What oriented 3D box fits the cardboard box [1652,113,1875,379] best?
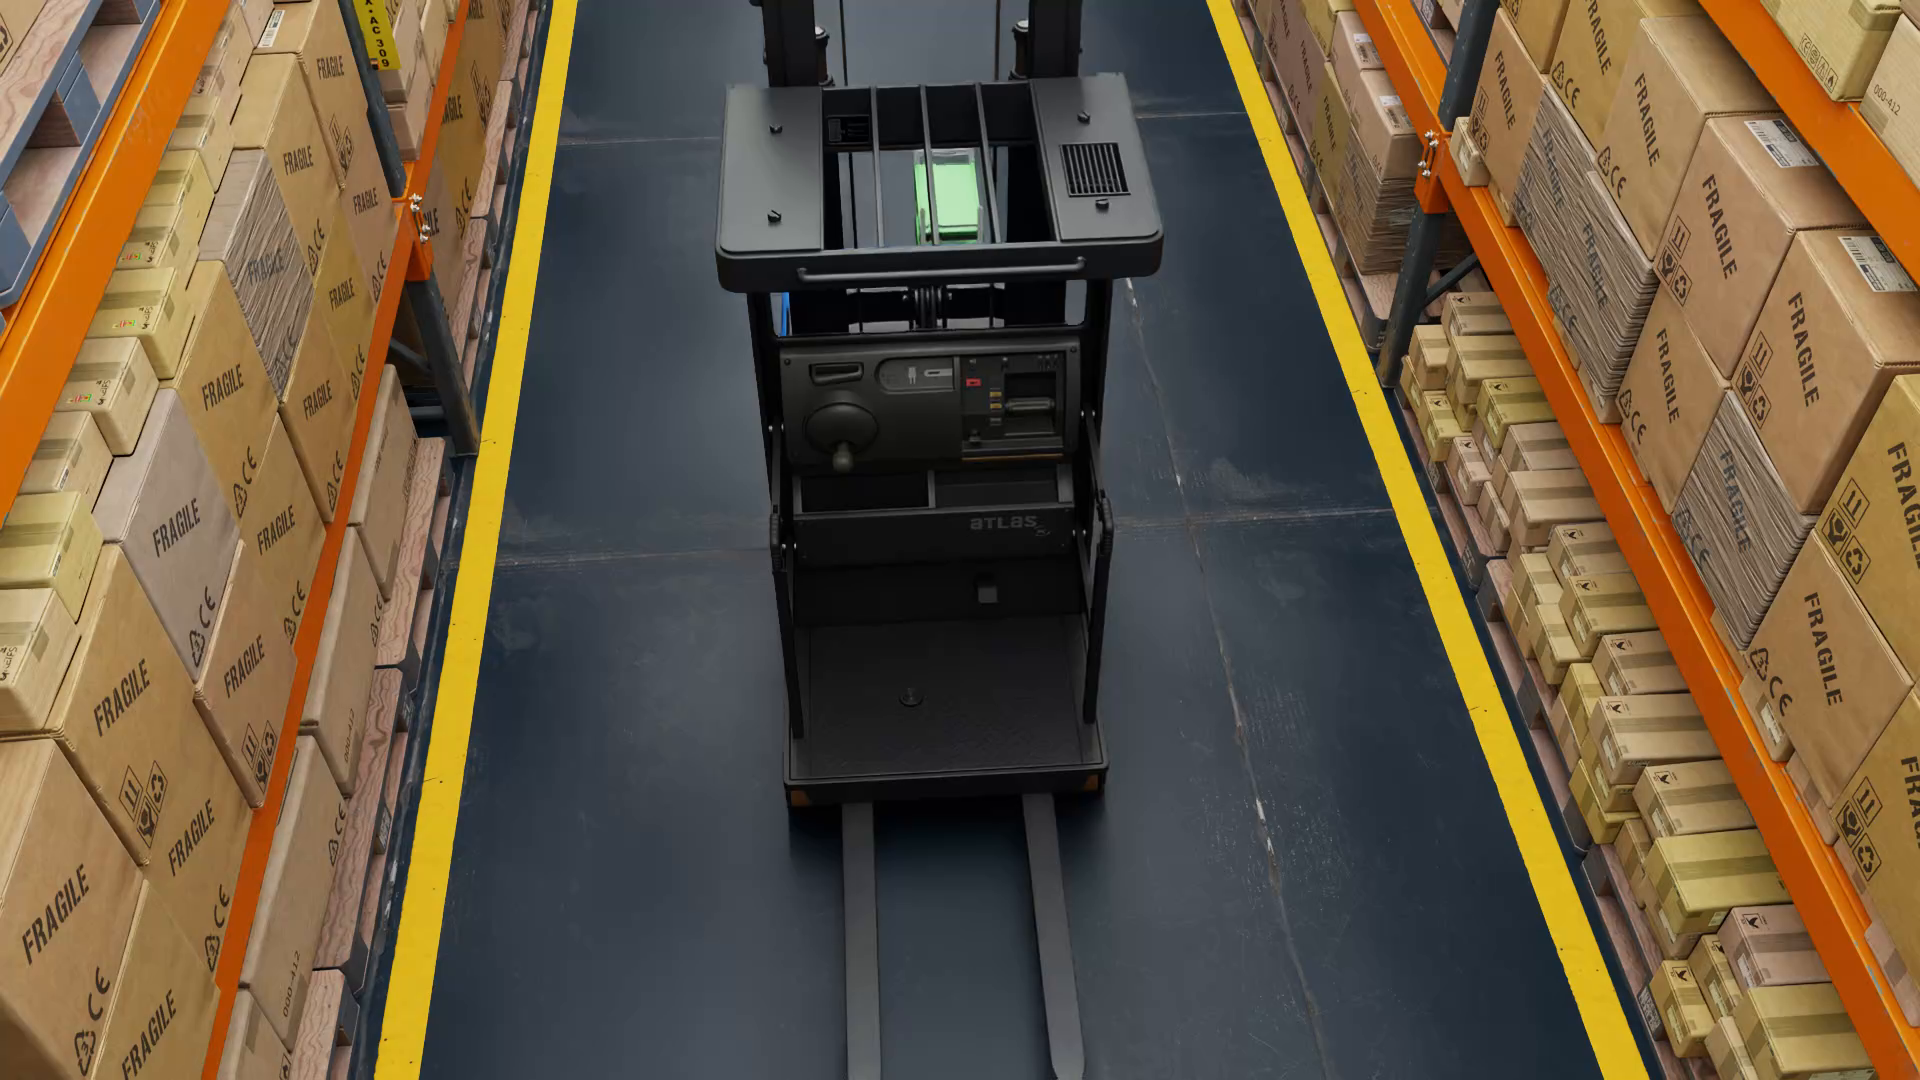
[{"bbox_3d":[2.274,-0.801,4.480,0.500,0.500,0.500,-5,47,-5],"label":"cardboard box"}]

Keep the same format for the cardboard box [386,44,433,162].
[{"bbox_3d":[-2.330,-1.683,6.381,0.500,0.250,0.500,-4,47,-4],"label":"cardboard box"}]

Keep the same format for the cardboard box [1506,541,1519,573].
[{"bbox_3d":[2.302,0.088,6.275,0.380,0.149,0.250,-5,47,-5],"label":"cardboard box"}]

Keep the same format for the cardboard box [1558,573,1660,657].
[{"bbox_3d":[2.296,0.252,5.710,0.380,0.149,0.250,-3,47,-3],"label":"cardboard box"}]

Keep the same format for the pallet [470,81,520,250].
[{"bbox_3d":[-2.801,-1.879,8.384,1.003,0.211,1.213,-3,47,-3],"label":"pallet"}]

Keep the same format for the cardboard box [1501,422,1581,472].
[{"bbox_3d":[2.269,-0.310,6.243,0.380,0.149,0.250,-5,47,-4],"label":"cardboard box"}]

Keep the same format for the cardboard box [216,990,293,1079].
[{"bbox_3d":[-2.376,1.760,4.493,0.875,0.438,0.875,-5,47,-5],"label":"cardboard box"}]

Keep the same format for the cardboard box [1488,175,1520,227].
[{"bbox_3d":[2.161,-1.280,6.069,0.380,0.149,0.250,-2,47,-2],"label":"cardboard box"}]

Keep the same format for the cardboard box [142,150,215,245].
[{"bbox_3d":[-2.169,-0.869,4.302,0.380,0.149,0.250,-4,47,-4],"label":"cardboard box"}]

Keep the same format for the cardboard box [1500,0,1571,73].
[{"bbox_3d":[2.163,-1.913,5.533,0.500,0.500,0.500,-2,47,-2],"label":"cardboard box"}]

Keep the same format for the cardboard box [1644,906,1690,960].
[{"bbox_3d":[2.392,1.212,5.211,0.380,0.149,0.250,-4,47,-3],"label":"cardboard box"}]

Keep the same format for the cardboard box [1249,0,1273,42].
[{"bbox_3d":[1.884,-3.062,9.016,0.500,0.500,0.500,-3,47,-3],"label":"cardboard box"}]

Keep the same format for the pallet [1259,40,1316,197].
[{"bbox_3d":[2.196,-2.263,8.748,1.003,0.211,1.213,-3,47,-3],"label":"pallet"}]

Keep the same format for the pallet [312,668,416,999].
[{"bbox_3d":[-2.465,0.999,5.659,1.003,0.211,1.213,-3,47,-3],"label":"pallet"}]

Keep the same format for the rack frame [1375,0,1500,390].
[{"bbox_3d":[2.368,-1.774,6.364,1.000,3.000,0.127,-3,47,-3],"label":"rack frame"}]

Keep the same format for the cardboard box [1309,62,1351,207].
[{"bbox_3d":[2.012,-1.950,7.963,0.500,0.500,0.500,-4,47,-4],"label":"cardboard box"}]

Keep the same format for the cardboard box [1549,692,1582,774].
[{"bbox_3d":[2.272,0.654,5.739,0.380,0.149,0.250,-3,47,-3],"label":"cardboard box"}]

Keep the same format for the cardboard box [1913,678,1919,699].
[{"bbox_3d":[2.417,0.324,3.415,0.500,0.500,0.500,-4,47,-4],"label":"cardboard box"}]

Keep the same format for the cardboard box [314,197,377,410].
[{"bbox_3d":[-2.214,-0.742,5.318,0.500,0.500,0.500,-5,47,-4],"label":"cardboard box"}]

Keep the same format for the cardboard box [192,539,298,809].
[{"bbox_3d":[-2.070,0.362,4.273,0.500,0.500,0.500,-4,47,-4],"label":"cardboard box"}]

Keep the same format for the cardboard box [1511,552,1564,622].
[{"bbox_3d":[2.224,0.176,5.987,0.380,0.149,0.250,-4,47,-4],"label":"cardboard box"}]

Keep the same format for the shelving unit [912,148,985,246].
[{"bbox_3d":[-0.049,-1.024,6.894,0.258,1.200,0.503,-3,47,-3],"label":"shelving unit"}]

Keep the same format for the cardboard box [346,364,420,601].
[{"bbox_3d":[-2.611,-0.202,6.351,0.875,0.438,0.875,-4,47,-4],"label":"cardboard box"}]

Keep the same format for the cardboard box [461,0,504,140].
[{"bbox_3d":[-2.846,-2.557,8.280,0.875,0.875,0.875,-3,47,-3],"label":"cardboard box"}]

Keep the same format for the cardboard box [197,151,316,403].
[{"bbox_3d":[-2.155,-0.718,4.607,0.500,0.500,0.500,-3,47,-3],"label":"cardboard box"}]

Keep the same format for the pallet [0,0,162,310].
[{"bbox_3d":[-2.399,-0.927,3.558,1.003,0.211,1.213,-3,47,-3],"label":"pallet"}]

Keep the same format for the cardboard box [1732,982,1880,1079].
[{"bbox_3d":[2.406,1.384,4.638,0.380,0.149,0.250,-3,47,-3],"label":"cardboard box"}]

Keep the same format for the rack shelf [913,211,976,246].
[{"bbox_3d":[-0.049,-1.145,6.766,0.258,0.148,0.480,-3,47,-3],"label":"rack shelf"}]

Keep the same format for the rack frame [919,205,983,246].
[{"bbox_3d":[-0.033,-0.848,6.726,0.240,1.200,0.015,-3,47,-3],"label":"rack frame"}]

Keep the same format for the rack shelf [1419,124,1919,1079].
[{"bbox_3d":[2.535,-0.079,5.255,1.077,0.370,4.000,-3,47,-3],"label":"rack shelf"}]

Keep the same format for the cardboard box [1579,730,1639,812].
[{"bbox_3d":[2.273,0.740,5.453,0.380,0.149,0.250,-3,47,-3],"label":"cardboard box"}]

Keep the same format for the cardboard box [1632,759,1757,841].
[{"bbox_3d":[2.335,0.828,5.164,0.380,0.149,0.250,-5,47,-5],"label":"cardboard box"}]

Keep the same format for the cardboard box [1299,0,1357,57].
[{"bbox_3d":[1.966,-2.594,8.057,0.500,0.250,0.500,-5,47,-5],"label":"cardboard box"}]

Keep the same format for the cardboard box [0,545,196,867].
[{"bbox_3d":[-2.028,0.378,3.568,0.500,0.500,0.500,-5,47,-4],"label":"cardboard box"}]

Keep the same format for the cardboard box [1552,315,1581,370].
[{"bbox_3d":[2.209,-0.707,5.527,0.380,0.149,0.250,-3,47,-3],"label":"cardboard box"}]

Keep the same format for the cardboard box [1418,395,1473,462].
[{"bbox_3d":[2.101,-0.462,6.796,0.380,0.149,0.250,-2,47,-2],"label":"cardboard box"}]

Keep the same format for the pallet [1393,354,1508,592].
[{"bbox_3d":[2.459,-0.331,6.918,1.003,0.211,1.213,-3,47,-3],"label":"pallet"}]

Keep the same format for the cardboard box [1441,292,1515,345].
[{"bbox_3d":[2.190,-0.880,6.782,0.380,0.149,0.250,-2,47,-2],"label":"cardboard box"}]

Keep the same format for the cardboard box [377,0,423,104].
[{"bbox_3d":[-2.312,-1.856,6.200,0.500,0.250,0.500,-5,47,-4],"label":"cardboard box"}]

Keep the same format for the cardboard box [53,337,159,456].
[{"bbox_3d":[-2.069,-0.320,3.783,0.380,0.149,0.250,-3,47,-3],"label":"cardboard box"}]

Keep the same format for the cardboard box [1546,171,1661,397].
[{"bbox_3d":[2.213,-0.813,5.180,0.500,0.500,0.500,-4,47,-4],"label":"cardboard box"}]

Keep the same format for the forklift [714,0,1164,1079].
[{"bbox_3d":[-0.073,-0.324,5.038,1.130,2.935,3.031,-3,47,-3],"label":"forklift"}]

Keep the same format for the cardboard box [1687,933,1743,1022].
[{"bbox_3d":[2.406,1.297,4.925,0.380,0.149,0.250,-4,47,-4],"label":"cardboard box"}]

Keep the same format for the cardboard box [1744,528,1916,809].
[{"bbox_3d":[2.371,0.301,4.125,0.500,0.500,0.500,-4,47,-4],"label":"cardboard box"}]

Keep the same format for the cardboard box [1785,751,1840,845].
[{"bbox_3d":[2.375,0.625,4.265,0.380,0.149,0.250,-4,47,-4],"label":"cardboard box"}]

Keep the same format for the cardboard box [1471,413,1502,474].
[{"bbox_3d":[2.246,-0.407,6.539,0.380,0.149,0.250,-4,47,-4],"label":"cardboard box"}]

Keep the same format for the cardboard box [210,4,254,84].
[{"bbox_3d":[-2.288,-1.419,4.824,0.380,0.149,0.250,-3,47,-3],"label":"cardboard box"}]

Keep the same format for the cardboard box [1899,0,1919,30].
[{"bbox_3d":[2.327,-1.090,3.409,0.500,0.250,0.500,-3,47,-3],"label":"cardboard box"}]

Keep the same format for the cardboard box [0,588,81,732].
[{"bbox_3d":[-1.976,0.239,3.253,0.380,0.149,0.250,-2,47,-2],"label":"cardboard box"}]
